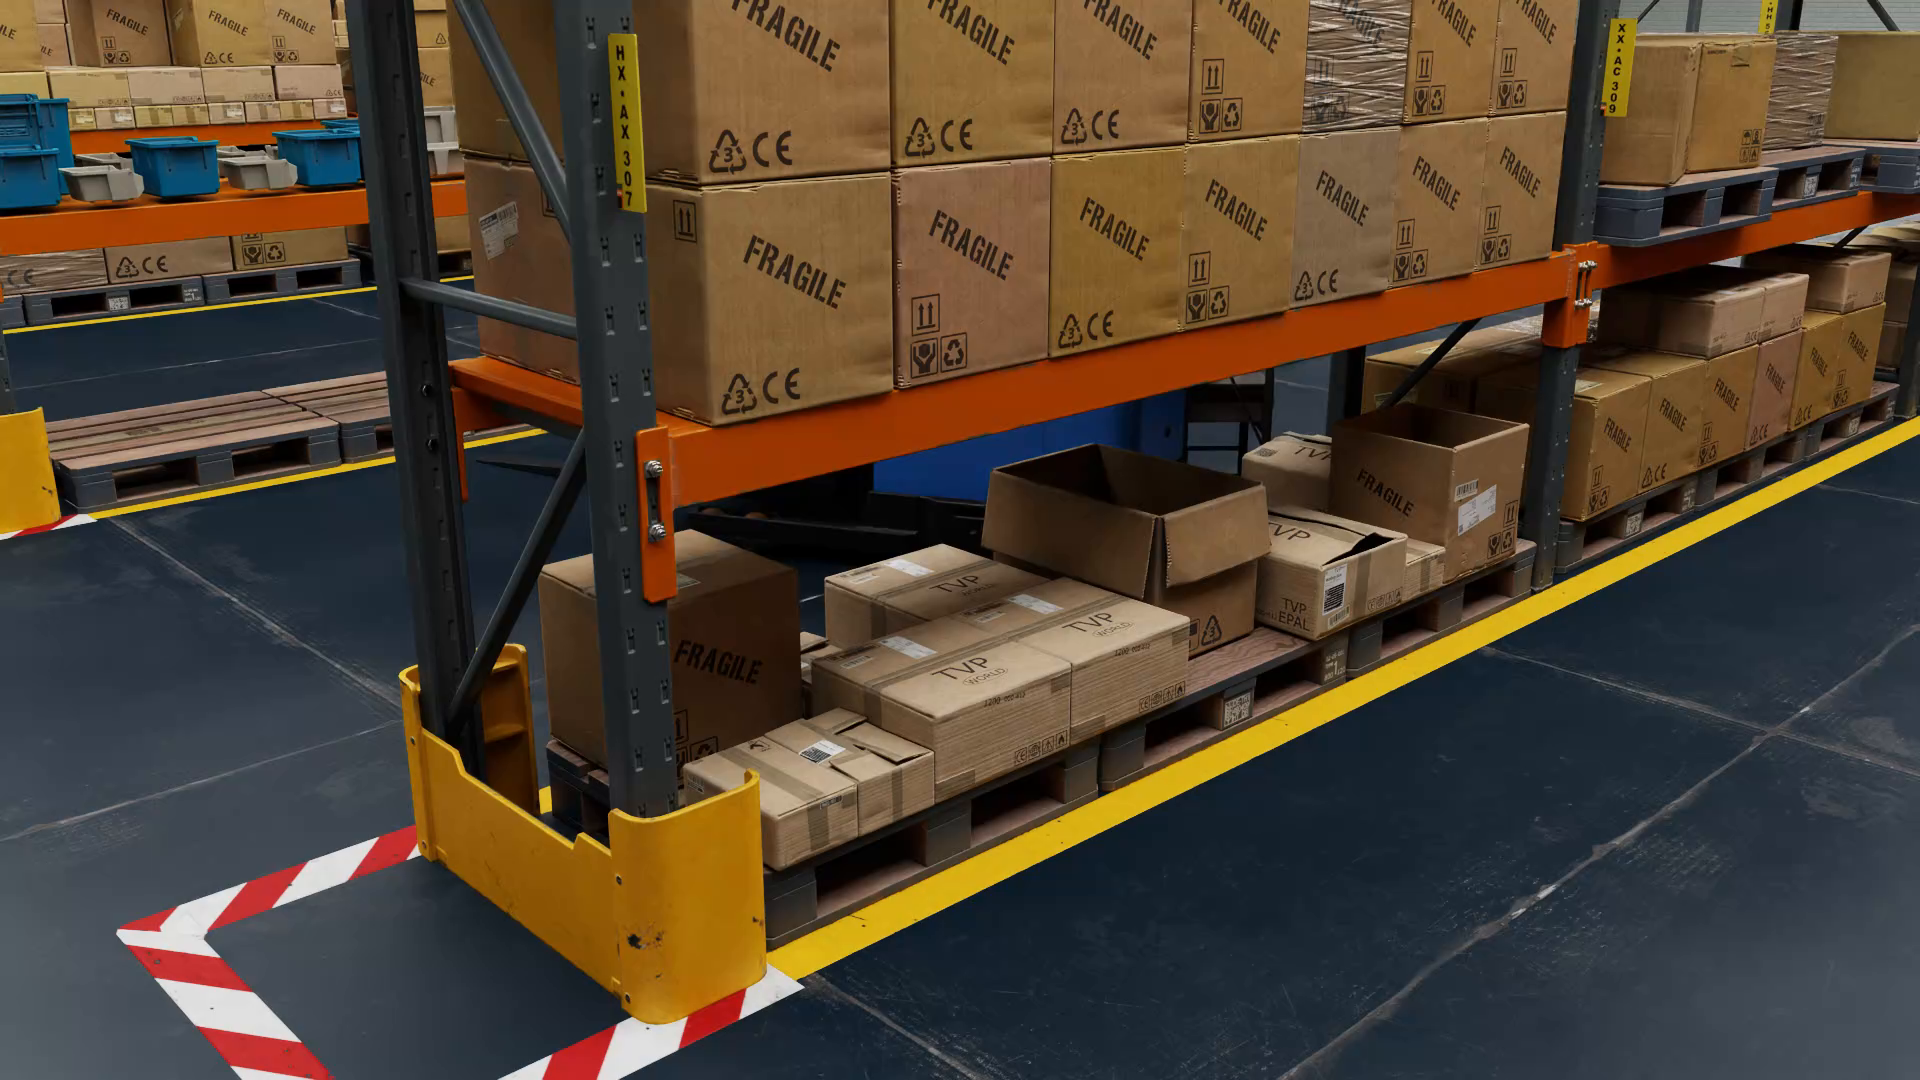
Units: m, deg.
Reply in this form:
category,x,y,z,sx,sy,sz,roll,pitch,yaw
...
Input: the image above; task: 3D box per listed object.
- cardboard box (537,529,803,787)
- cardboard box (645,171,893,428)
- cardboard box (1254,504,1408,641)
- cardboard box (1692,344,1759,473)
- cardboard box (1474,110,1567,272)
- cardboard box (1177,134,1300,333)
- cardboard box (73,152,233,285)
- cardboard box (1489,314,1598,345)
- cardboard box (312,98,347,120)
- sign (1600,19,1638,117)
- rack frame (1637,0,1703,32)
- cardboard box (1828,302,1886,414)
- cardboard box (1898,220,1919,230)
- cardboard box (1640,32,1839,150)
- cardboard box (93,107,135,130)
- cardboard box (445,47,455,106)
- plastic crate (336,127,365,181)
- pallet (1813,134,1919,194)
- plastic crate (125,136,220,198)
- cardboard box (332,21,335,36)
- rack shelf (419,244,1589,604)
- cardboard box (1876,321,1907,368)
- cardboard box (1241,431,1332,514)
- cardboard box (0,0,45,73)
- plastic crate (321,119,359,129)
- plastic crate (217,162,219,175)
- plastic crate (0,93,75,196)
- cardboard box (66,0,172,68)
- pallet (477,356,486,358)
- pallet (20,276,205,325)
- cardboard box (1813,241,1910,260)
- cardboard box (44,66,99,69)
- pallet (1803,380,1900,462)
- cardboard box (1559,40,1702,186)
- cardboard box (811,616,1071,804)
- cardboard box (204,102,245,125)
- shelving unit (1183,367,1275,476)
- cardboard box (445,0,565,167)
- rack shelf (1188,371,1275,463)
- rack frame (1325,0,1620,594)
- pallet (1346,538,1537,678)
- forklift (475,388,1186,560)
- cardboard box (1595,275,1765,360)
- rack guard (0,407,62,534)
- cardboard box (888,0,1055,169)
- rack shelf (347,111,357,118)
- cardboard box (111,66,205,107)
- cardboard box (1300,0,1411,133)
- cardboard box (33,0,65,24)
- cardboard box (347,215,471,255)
category,x,y,z,sx,sy,sz,roll,pitch,yaw
cardboard box,-0.779,0.312,4.499,0.500,0.500,0.500,-16,24,-41
cardboard box,-0.501,-0.580,3.748,0.500,0.500,0.500,-16,24,-40
cardboard box,1.138,0.068,5.558,0.500,0.311,0.500,-16,24,-41
cardboard box,3.169,-0.633,7.413,0.500,0.500,0.500,-16,24,-40
cardboard box,1.715,-1.229,5.750,0.500,0.500,0.500,-16,24,-40
cardboard box,0.601,-0.902,4.740,0.500,0.500,0.500,-16,24,-40
cardboard box,-6.090,-2.442,12.418,0.875,0.875,0.875,-16,24,-41
cardboard box,2.793,-0.743,7.753,0.500,0.500,0.500,-16,24,-40
cardboard box,-4.898,-3.308,12.732,0.250,0.149,0.380,-16,24,-41
sign,2.280,-1.637,5.766,0.005,0.325,0.100,-16,24,-41
rack frame,7.221,-4.999,17.538,0.127,3.000,1.000,-16,24,-41
cardboard box,4.290,-0.962,8.428,0.500,0.500,0.500,-15,23,-39
cardboard box,6.501,-1.952,11.010,0.500,0.311,0.500,17,25,42
cardboard box,3.632,-2.130,7.848,0.500,0.500,0.700,-11,21,-31
cardboard box,-6.017,-2.982,11.727,0.250,0.149,0.380,-16,24,-40
cardboard box,-4.031,-3.762,13.561,0.500,0.500,0.500,-16,24,-41
plastic crate,-2.825,-1.878,8.089,0.300,0.233,0.416,-16,24,-41
pallet,4.364,-1.942,8.422,1.003,0.211,1.213,-16,24,-41
plastic crate,-3.521,-1.675,7.462,0.300,0.233,0.416,-16,24,-41
cardboard box,-6.695,-5.317,17.281,0.250,0.149,0.380,-15,23,-39
rack shelf,0.449,-0.579,5.073,4.000,0.370,1.077,-16,24,-41
cardboard box,5.391,-1.130,9.382,0.500,0.250,0.500,-16,24,-41
cardboard box,1.448,-0.235,6.492,0.500,0.311,0.500,-16,24,-41
cardboard box,-6.538,-3.403,11.163,0.500,0.500,0.500,-17,25,-42
plastic crate,-3.089,-2.050,8.618,0.300,0.233,0.416,-16,24,-41
plastic crate,-3.716,-1.783,7.951,0.243,0.136,0.396,-16,24,-41
plastic crate,-4.290,-1.766,7.415,0.499,0.435,0.616,-16,24,-41
cardboard box,-6.163,-3.735,12.185,0.500,0.500,0.500,17,25,42
pallet,-2.006,-0.965,9.618,1.213,0.211,1.003,-16,24,-41
pallet,-6.394,-1.836,12.305,1.213,0.211,1.003,-16,24,-41
cardboard box,5.393,-1.629,10.013,0.500,0.311,0.500,-17,24,-42
cardboard box,-6.524,-3.277,11.990,0.500,0.250,0.500,-16,24,-41
pallet,4.240,-0.716,8.852,1.213,0.211,1.003,-16,24,-41
cardboard box,2.400,-1.643,6.344,0.700,0.500,0.500,9,20,26
cardboard box,-0.051,0.444,4.498,0.500,0.250,0.500,-16,24,-41
cardboard box,-5.458,-3.145,12.228,0.250,0.149,0.380,-16,24,-40
shelving unit,1.158,-1.218,7.337,0.431,2.100,0.503,-1,18,-2
cardboard box,-0.870,-1.177,3.967,0.500,0.500,0.500,-17,24,-41
rack shelf,1.158,-0.539,7.557,0.431,0.518,0.480,-1,18,-2
rack frame,1.902,-1.345,6.270,0.127,3.000,1.000,-16,24,-41
pallet,1.402,0.127,6.252,1.213,0.211,1.003,-16,24,-41
forklift,-0.607,-1.486,6.816,3.031,2.935,1.130,6,19,18
cardboard box,3.147,-0.982,7.273,0.500,0.250,0.500,-16,24,-41
rack guard,-4.414,-0.411,7.442,0.348,0.500,1.175,-16,24,-41
cardboard box,-0.126,-1.168,3.940,0.500,0.500,0.500,-16,24,-40
rack shelf,-3.448,-3.647,14.537,4.000,0.370,1.077,-16,24,-41
cardboard box,-5.787,-3.265,11.953,0.500,0.250,0.500,-16,24,-40
cardboard box,0.976,-1.487,4.925,0.500,0.500,0.500,-16,24,-40
cardboard box,-8.763,-5.093,15.562,0.500,0.500,0.500,17,25,42
cardboard box,-4.450,-2.895,13.814,0.875,0.875,1.225,-16,24,-41
